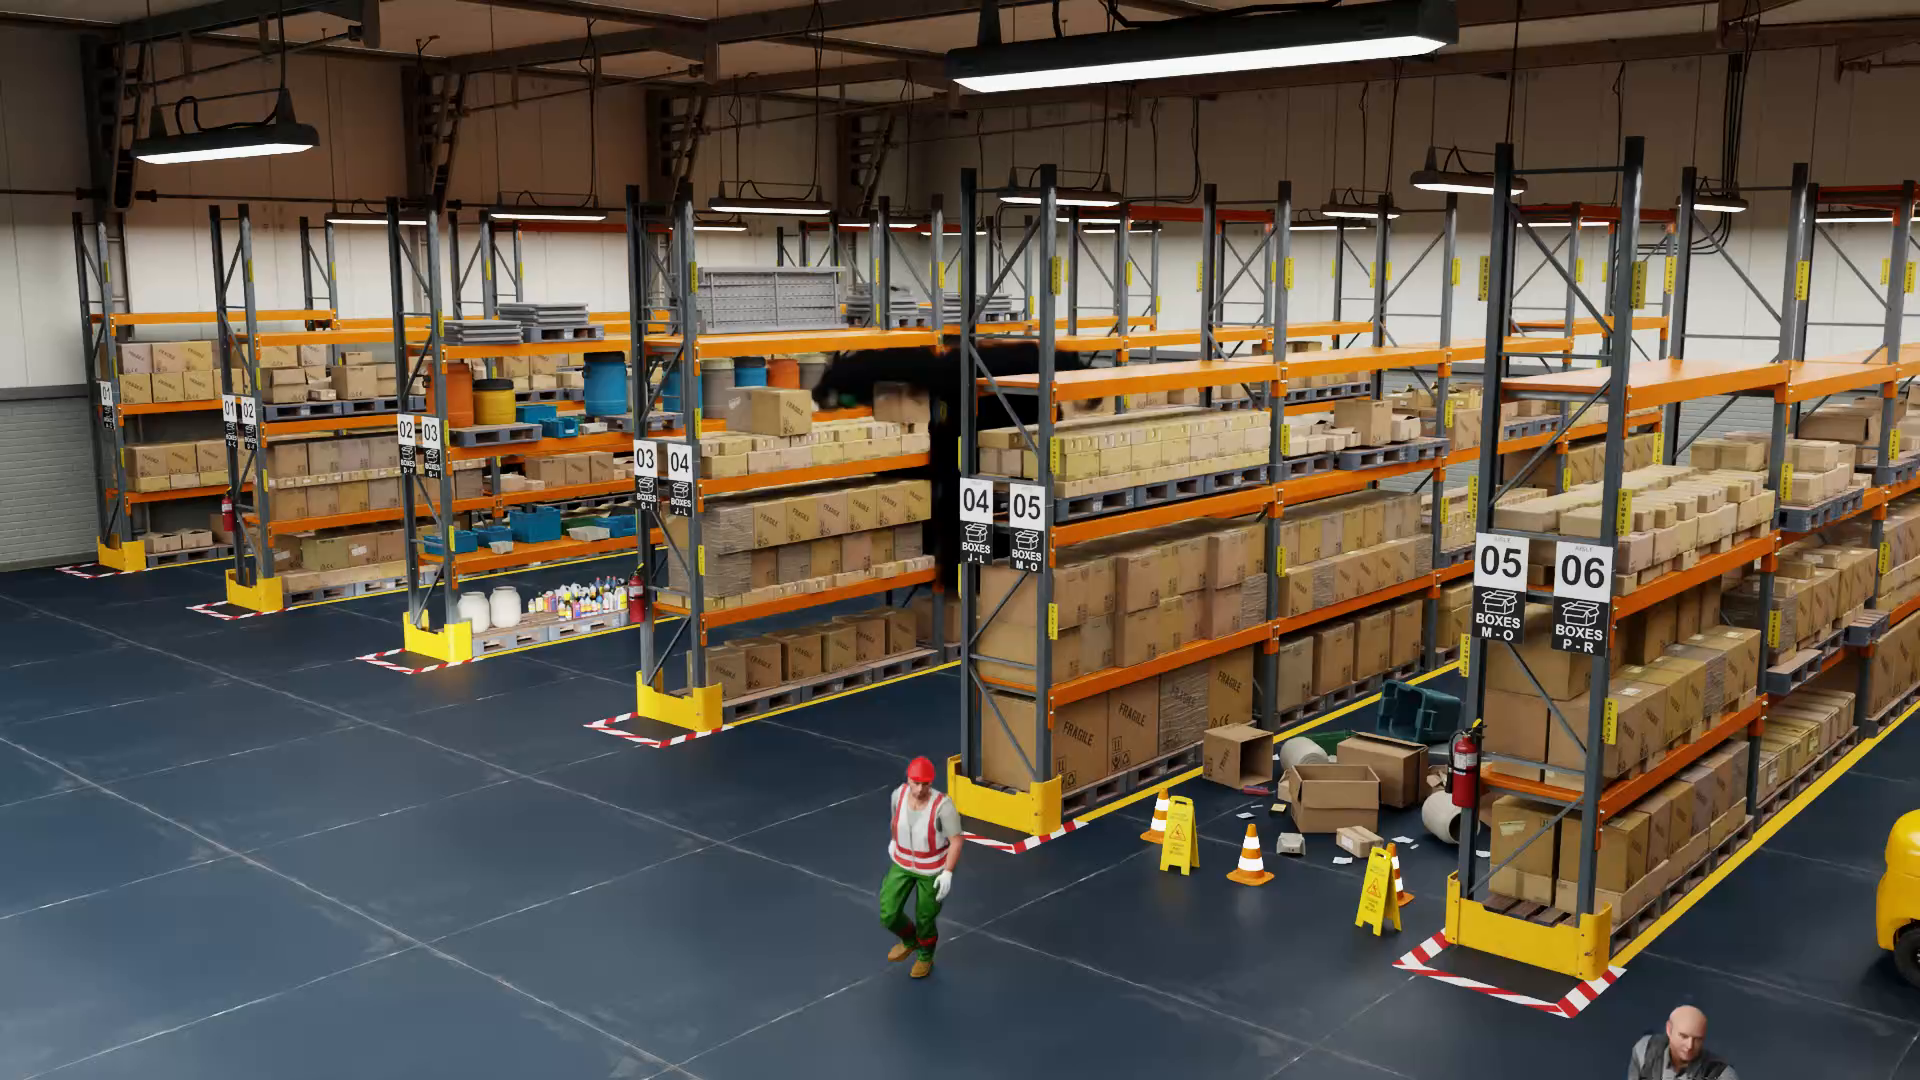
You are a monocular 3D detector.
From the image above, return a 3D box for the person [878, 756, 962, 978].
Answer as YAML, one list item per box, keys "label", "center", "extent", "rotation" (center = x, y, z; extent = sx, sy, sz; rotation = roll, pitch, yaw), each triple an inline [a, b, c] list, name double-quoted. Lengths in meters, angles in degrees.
- label: "person"
  center: [-0.285, 2.353, 11.923]
  extent: [0.664, 1.734, 0.648]
  rotation: [3, 10, 17]

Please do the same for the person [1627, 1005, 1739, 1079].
- label: "person"
  center: [3.472, 3.020, 8.032]
  extent: [0.616, 1.666, 0.829]
  rotation: [6, 11, 32]
